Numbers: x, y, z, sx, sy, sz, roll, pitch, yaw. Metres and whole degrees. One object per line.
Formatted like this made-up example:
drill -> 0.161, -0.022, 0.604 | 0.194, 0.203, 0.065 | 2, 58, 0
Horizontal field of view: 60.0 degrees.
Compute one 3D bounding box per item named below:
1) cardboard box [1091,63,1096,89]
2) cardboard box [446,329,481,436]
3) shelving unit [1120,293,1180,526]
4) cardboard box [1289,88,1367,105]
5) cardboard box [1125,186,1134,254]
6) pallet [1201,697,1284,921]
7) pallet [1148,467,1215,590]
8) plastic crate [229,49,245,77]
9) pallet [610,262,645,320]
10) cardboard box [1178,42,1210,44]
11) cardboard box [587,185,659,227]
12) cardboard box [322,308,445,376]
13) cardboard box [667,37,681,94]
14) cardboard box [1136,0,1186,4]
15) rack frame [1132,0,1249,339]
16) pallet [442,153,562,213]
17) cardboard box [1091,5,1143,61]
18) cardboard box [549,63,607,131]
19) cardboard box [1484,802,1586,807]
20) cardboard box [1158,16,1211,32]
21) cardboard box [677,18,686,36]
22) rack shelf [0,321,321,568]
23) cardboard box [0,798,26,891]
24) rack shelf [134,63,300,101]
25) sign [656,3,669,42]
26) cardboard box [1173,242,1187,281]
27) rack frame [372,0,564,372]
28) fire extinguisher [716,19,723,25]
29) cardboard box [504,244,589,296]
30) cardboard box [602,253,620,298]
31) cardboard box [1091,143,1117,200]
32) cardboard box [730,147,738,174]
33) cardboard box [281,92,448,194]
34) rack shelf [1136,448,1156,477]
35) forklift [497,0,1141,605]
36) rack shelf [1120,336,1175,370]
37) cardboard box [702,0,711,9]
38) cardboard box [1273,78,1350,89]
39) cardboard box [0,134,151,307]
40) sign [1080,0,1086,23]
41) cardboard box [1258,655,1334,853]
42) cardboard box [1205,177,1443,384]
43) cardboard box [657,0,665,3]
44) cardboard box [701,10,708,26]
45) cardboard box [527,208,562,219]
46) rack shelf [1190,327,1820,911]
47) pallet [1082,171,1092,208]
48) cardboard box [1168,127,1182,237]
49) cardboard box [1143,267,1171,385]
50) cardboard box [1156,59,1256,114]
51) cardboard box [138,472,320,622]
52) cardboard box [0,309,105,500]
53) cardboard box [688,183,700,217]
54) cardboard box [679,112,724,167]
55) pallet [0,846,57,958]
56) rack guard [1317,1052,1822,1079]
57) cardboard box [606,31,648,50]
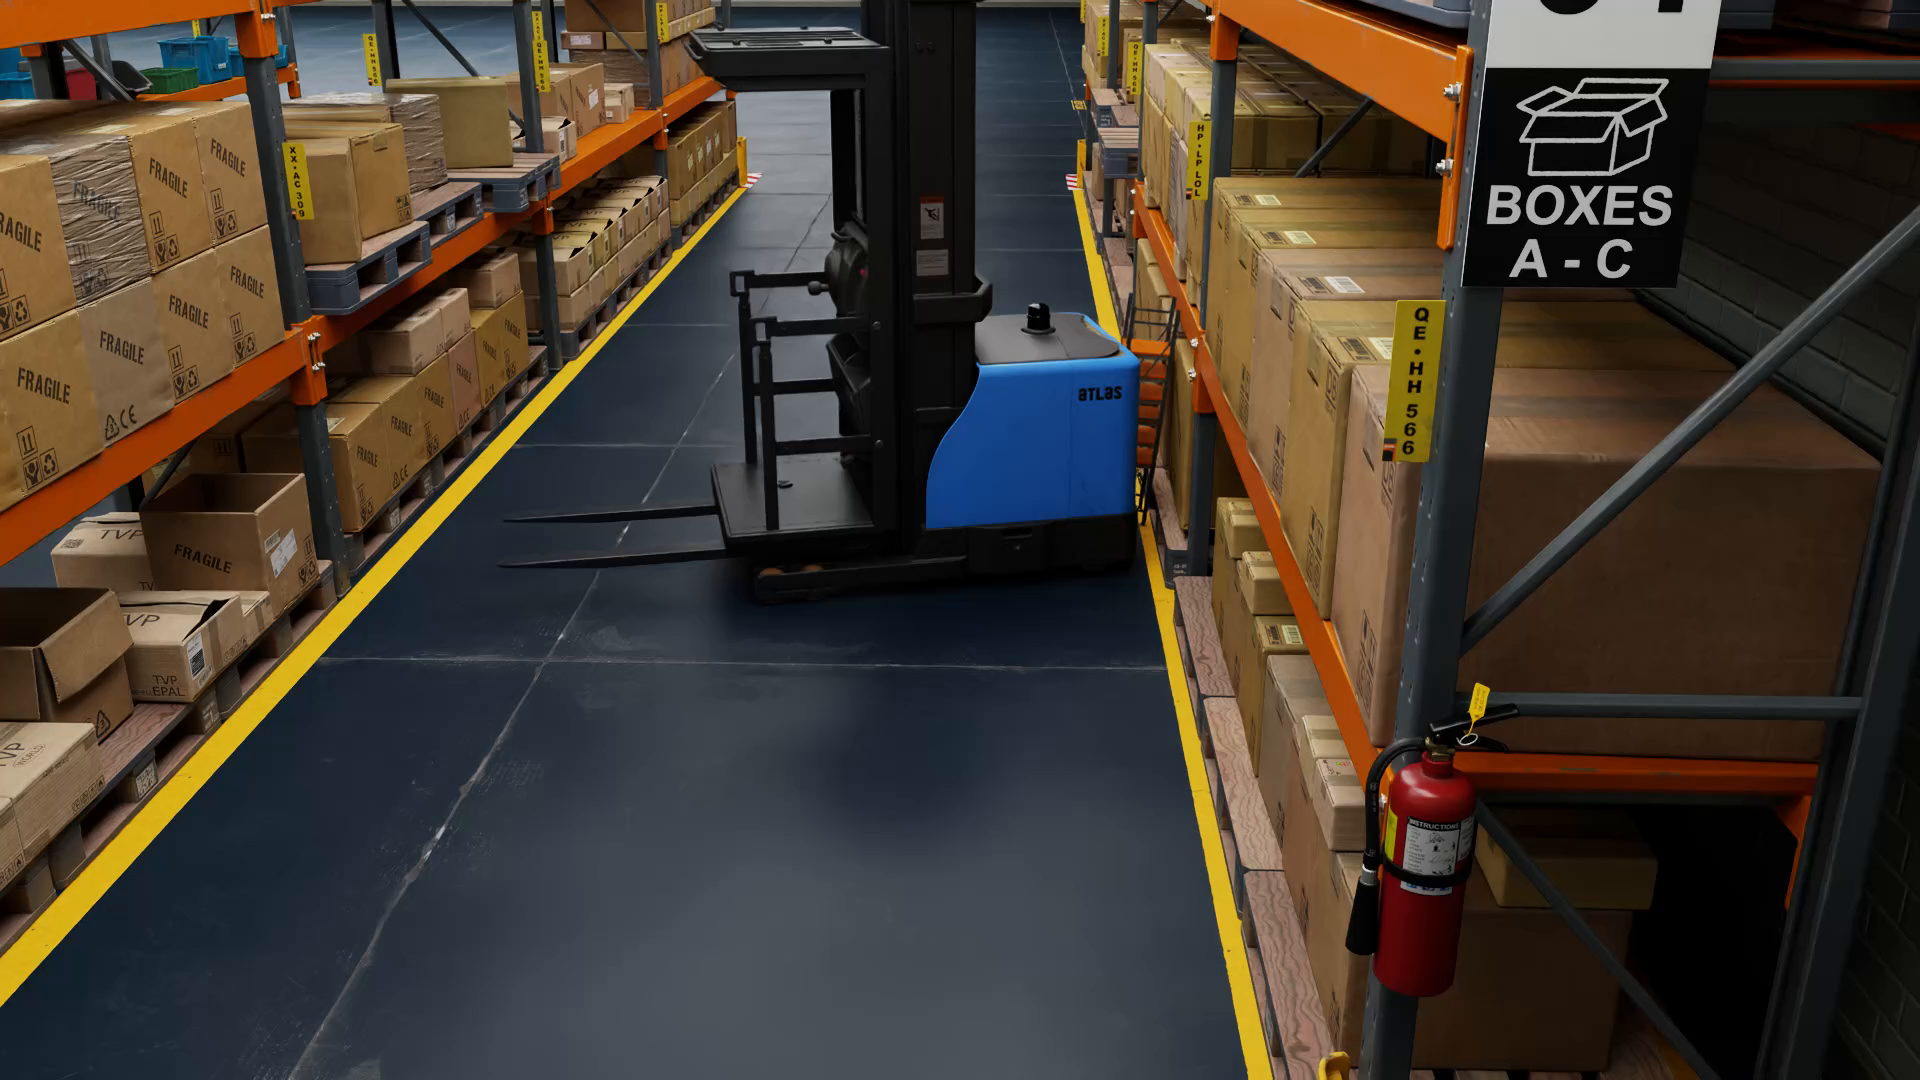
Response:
cardboard box -> 1.530, -4.461, 16.059 | 0.500, 0.250, 0.500 | 1, 21, 1
cardboard box -> -3.098, -0.914, 9.585 | 0.500, 0.500, 0.500 | 0, 21, 0
shelving unit -> 0.907, -0.655, 8.505 | 0.258, 1.200, 0.189 | 5, 28, -2
cardboard box -> 1.835, -1.989, 7.896 | 0.500, 0.250, 0.500 | 1, 21, 2
cardboard box -> 1.789, -2.758, 14.339 | 0.700, 0.500, 0.500 | 1, 21, 3
pallet -> 1.416, 0.924, 5.856 | 1.003, 0.211, 1.213 | 1, 21, 2
pallet -> 1.500, -0.072, 8.423 | 1.003, 0.211, 1.213 | 1, 21, 2
plastic crate -> -7.727, -5.052, 17.608 | 0.499, 0.251, 0.408 | 1, 21, 2
pallet -> -3.174, -2.029, 13.467 | 1.003, 0.211, 1.213 | 1, 21, 2
cardboard box -> 1.654, -3.218, 11.033 | 0.380, 0.149, 0.250 | -2, 21, -5
cardboard box -> -2.892, -2.876, 14.239 | 0.500, 0.311, 0.500 | 1, 21, 3
cardboard box -> -3.111, -1.069, 8.948 | 0.500, 0.250, 0.500 | 1, 21, 2
cardboard box -> -3.120, -4.617, 16.144 | 0.700, 0.500, 0.500 | 1, 21, 2
cardboard box -> 2.090, -5.366, 17.354 | 0.500, 0.500, 0.500 | 1, 21, 2
rack frame -> 1.673, -2.539, 10.925 | 1.000, 3.000, 0.127 | 1, 21, 2
pallet -> -3.229, -2.257, 10.463 | 1.213, 0.211, 1.003 | 1, 21, 2
cardboard box -> 1.551, -4.999, 16.409 | 0.500, 0.500, 0.500 | 1, 21, 3
cardboard box -> -3.212, -3.617, 13.566 | 0.500, 0.500, 0.500 | 2, 21, 6
cardboard box -> 1.562, 0.631, 4.734 | 0.380, 0.149, 0.250 | 1, 21, 2
cardboard box -> 2.018, -4.442, 14.973 | 0.500, 0.500, 0.500 | 0, 21, 0
cardboard box -> -2.911, -5.042, 16.343 | 0.380, 0.149, 0.250 | 0, 21, 1
rack shelf -> -3.461, -0.087, 5.601 | 1.077, 0.370, 4.000 | 1, 21, 2
cardboard box -> -3.206, 1.003, 4.990 | 0.500, 0.250, 0.500 | 1, 21, 2
rack shelf -> -8.046, -4.482, 16.927 | 1.077, 0.370, 4.000 | 1, 21, 2
sign -> -2.614, -4.539, 14.588 | 0.100, 0.325, 0.005 | 1, 21, 2
cardboard box -> 1.265, -1.391, 8.287 | 0.380, 0.149, 0.250 | 1, 21, 2
rack frame -> -3.278, -2.592, 11.062 | 1.000, 3.000, 0.127 | 1, 21, 2
fire extinguisher -> -2.567, -5.486, 18.628 | 0.296, 0.674, 0.183 | 1, 21, 2
cardboard box -> -2.969, -1.953, 11.862 | 0.500, 0.311, 0.500 | 1, 21, 3
cardboard box -> -2.944, -2.062, 12.916 | 0.500, 0.250, 0.500 | 0, 21, 0
cardboard box -> 1.716, -3.751, 16.897 | 0.700, 0.500, 0.500 | -1, 21, -2
cardboard box -> -2.756, -4.201, 18.430 | 0.500, 0.250, 0.500 | 1, 21, 2
cardboard box -> -3.403, -2.277, 9.531 | 0.700, 0.500, 0.500 | 5, 22, 12
rack shelf -> 0.880, -0.407, 8.641 | 0.258, 0.103, 0.180 | 5, 28, -2
forklift -> -0.709, -1.274, 7.761 | 3.031, 2.935, 1.130 | -4, 22, -11
rack shelf -> 0.936, -0.931, 8.355 | 0.258, 0.103, 0.180 | 5, 28, -2
cardboard box -> -3.063, -5.948, 17.780 | 0.700, 0.500, 0.500 | 1, 21, 2
cardboard box -> 1.846, -2.171, 8.363 | 0.500, 0.250, 0.500 | 0, 21, 0
cardboard box -> -3.185, -1.105, 5.710 | 0.500, 0.500, 0.500 | 1, 21, 2
sign -> 1.374, -5.841, 18.239 | 0.100, 0.325, 0.005 | 1, 21, 2
cardboard box -> 1.381, 0.706, 5.437 | 0.700, 0.500, 0.500 | 0, 21, 0
cardboard box -> 1.519, -1.036, 6.639 | 0.980, 0.700, 0.700 | 1, 21, 2
cardboard box -> -3.135, -5.033, 15.422 | 0.700, 0.500, 0.500 | 1, 21, 1
cardboard box -> -2.870, -5.506, 17.538 | 0.380, 0.149, 0.250 | 0, 21, 1
cardboard box -> -3.463, -2.511, 13.299 | 0.500, 0.311, 0.500 | 1, 21, 3
rack shelf -> 1.491, -0.034, 5.464 | 1.077, 0.370, 4.000 | 1, 21, 2
pallet -> 1.854, -3.810, 18.058 | 1.003, 0.211, 1.213 | 1, 21, 2
cardboard box -> 1.343, -1.823, 8.503 | 0.500, 0.500, 0.500 | 1, 21, 2
cardboard box -> 1.487, -1.151, 9.741 | 0.750, 0.750, 0.750 | 1, 21, 1
cardboard box -> 1.375, -2.547, 9.332 | 0.500, 0.250, 0.500 | 1, 21, 2
cardboard box -> -3.133, 0.024, 7.169 | 0.500, 0.500, 0.500 | 1, 21, 2
cardboard box -> -3.199, -0.452, 5.410 | 0.500, 0.500, 0.500 | 1, 21, 2
cardboard box -> -2.819, -3.297, 16.100 | 0.500, 0.250, 0.500 | 1, 21, 2
cardboard box -> -2.769, -4.189, 17.362 | 0.500, 0.500, 0.500 | 1, 21, 2
pallet -> -3.496, 1.285, 4.926 | 1.003, 0.211, 1.213 | 1, 21, 2
rack guard -> 1.429, 1.528, 3.900 | 1.175, 0.500, 0.348 | 1, 21, 2
cardboard box -> -2.955, -4.482, 14.899 | 0.380, 0.149, 0.250 | 1, 21, 2
